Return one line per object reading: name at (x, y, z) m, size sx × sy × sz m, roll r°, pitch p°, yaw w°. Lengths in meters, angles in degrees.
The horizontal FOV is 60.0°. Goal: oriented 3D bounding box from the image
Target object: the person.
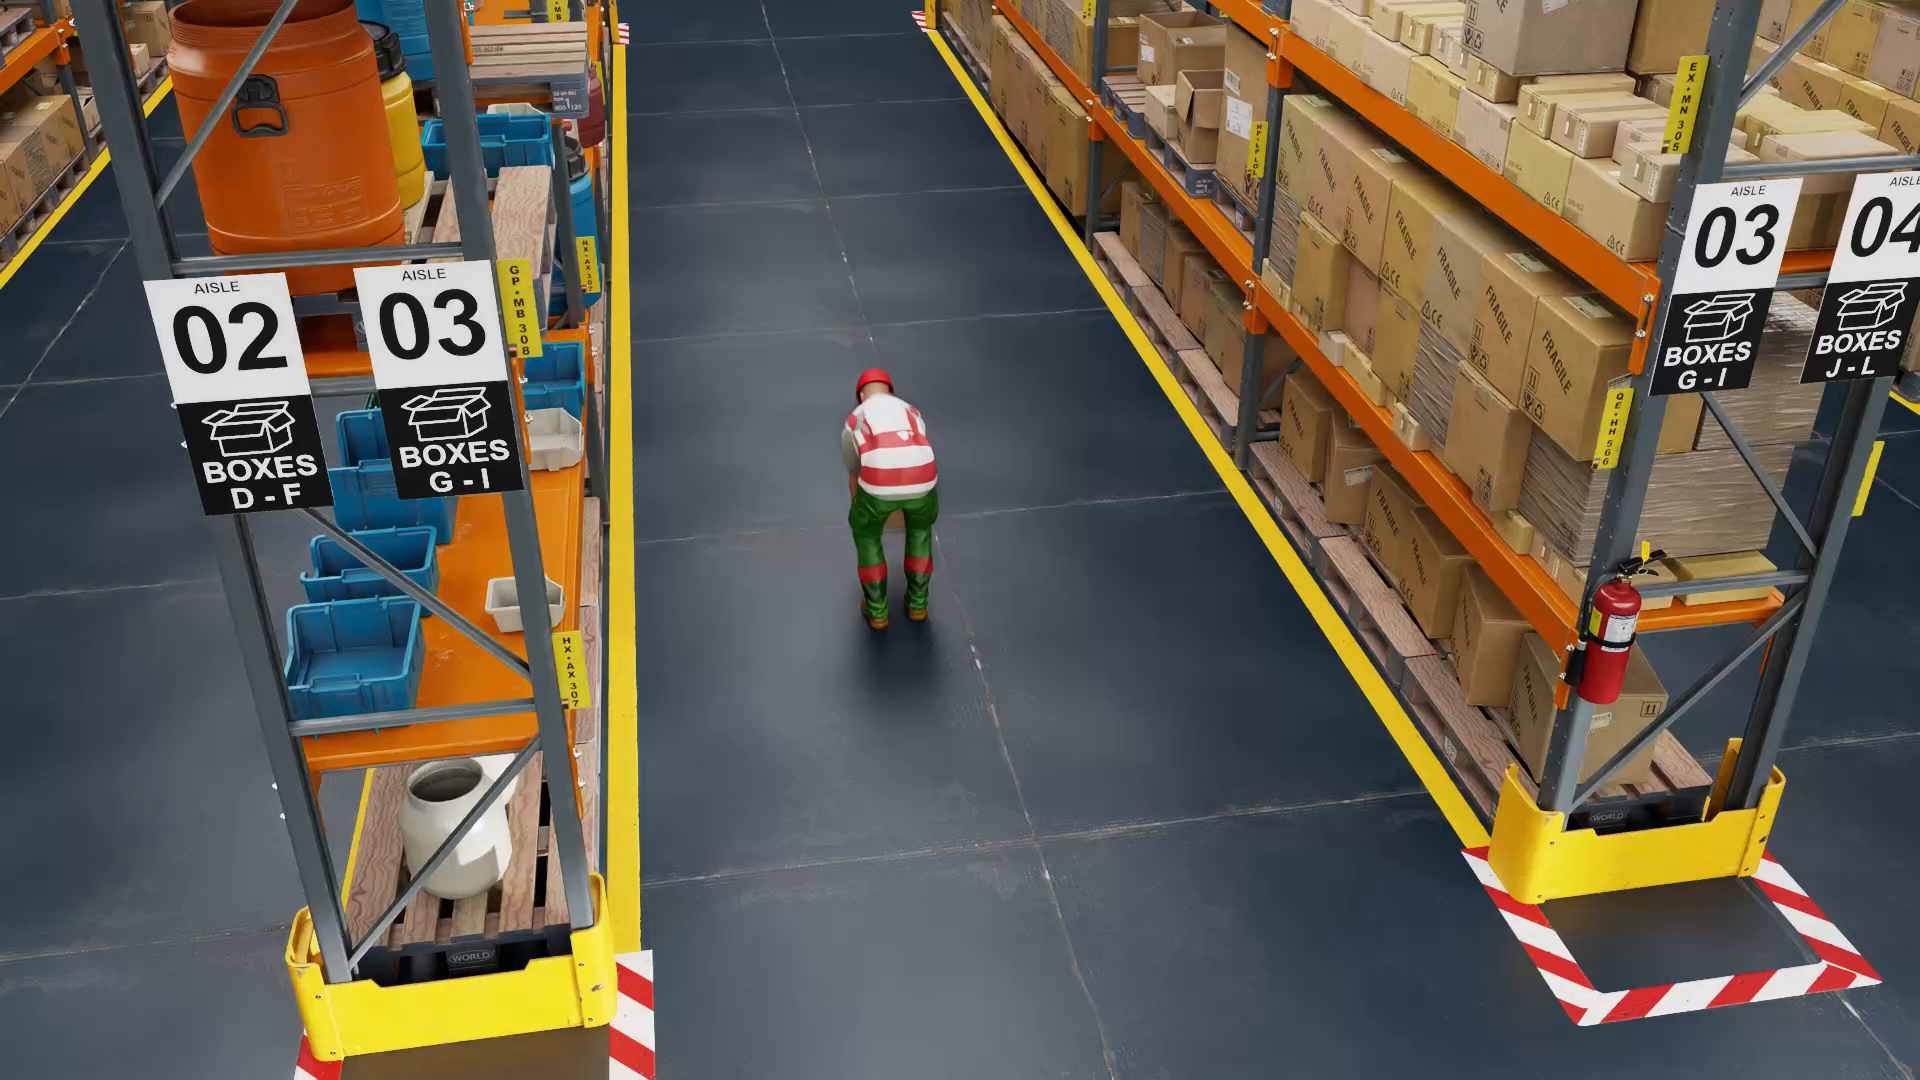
person at (-0.394, -0.227, 9.062) m, size 0.489 × 1.218 × 0.949 m, roll -6°, pitch 31°, yaw -11°
